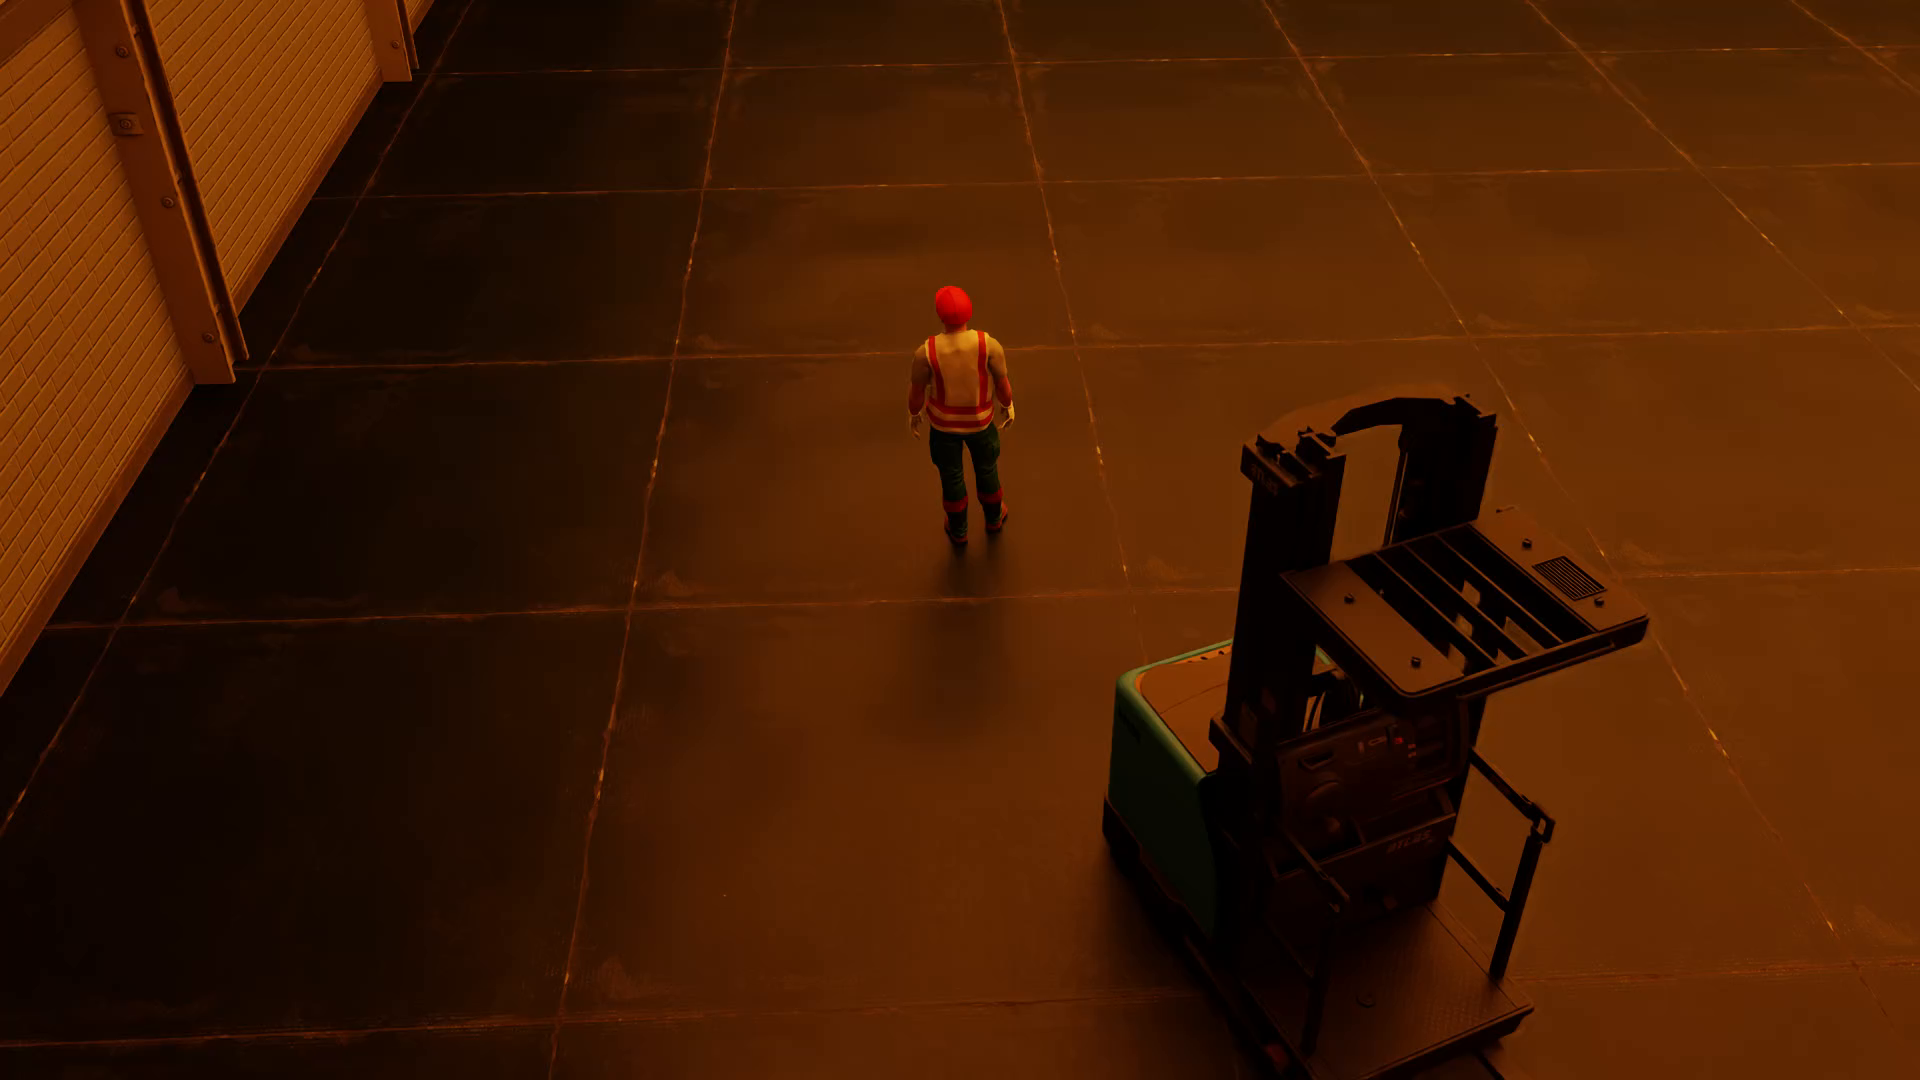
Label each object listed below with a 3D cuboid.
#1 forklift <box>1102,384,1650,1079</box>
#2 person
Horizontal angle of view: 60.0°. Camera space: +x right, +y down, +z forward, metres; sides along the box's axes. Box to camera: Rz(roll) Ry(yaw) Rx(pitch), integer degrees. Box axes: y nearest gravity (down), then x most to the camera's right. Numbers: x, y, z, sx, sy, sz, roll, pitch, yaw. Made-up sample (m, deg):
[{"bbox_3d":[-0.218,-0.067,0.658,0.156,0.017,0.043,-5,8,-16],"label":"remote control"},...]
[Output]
[{"bbox_3d":[1.788,0.984,6.659,1.130,2.935,3.031,-15,39,-20],"label":"forklift"},{"bbox_3d":[0.008,-0.777,10.035,0.637,1.790,0.562,-2,36,-2],"label":"person"}]
